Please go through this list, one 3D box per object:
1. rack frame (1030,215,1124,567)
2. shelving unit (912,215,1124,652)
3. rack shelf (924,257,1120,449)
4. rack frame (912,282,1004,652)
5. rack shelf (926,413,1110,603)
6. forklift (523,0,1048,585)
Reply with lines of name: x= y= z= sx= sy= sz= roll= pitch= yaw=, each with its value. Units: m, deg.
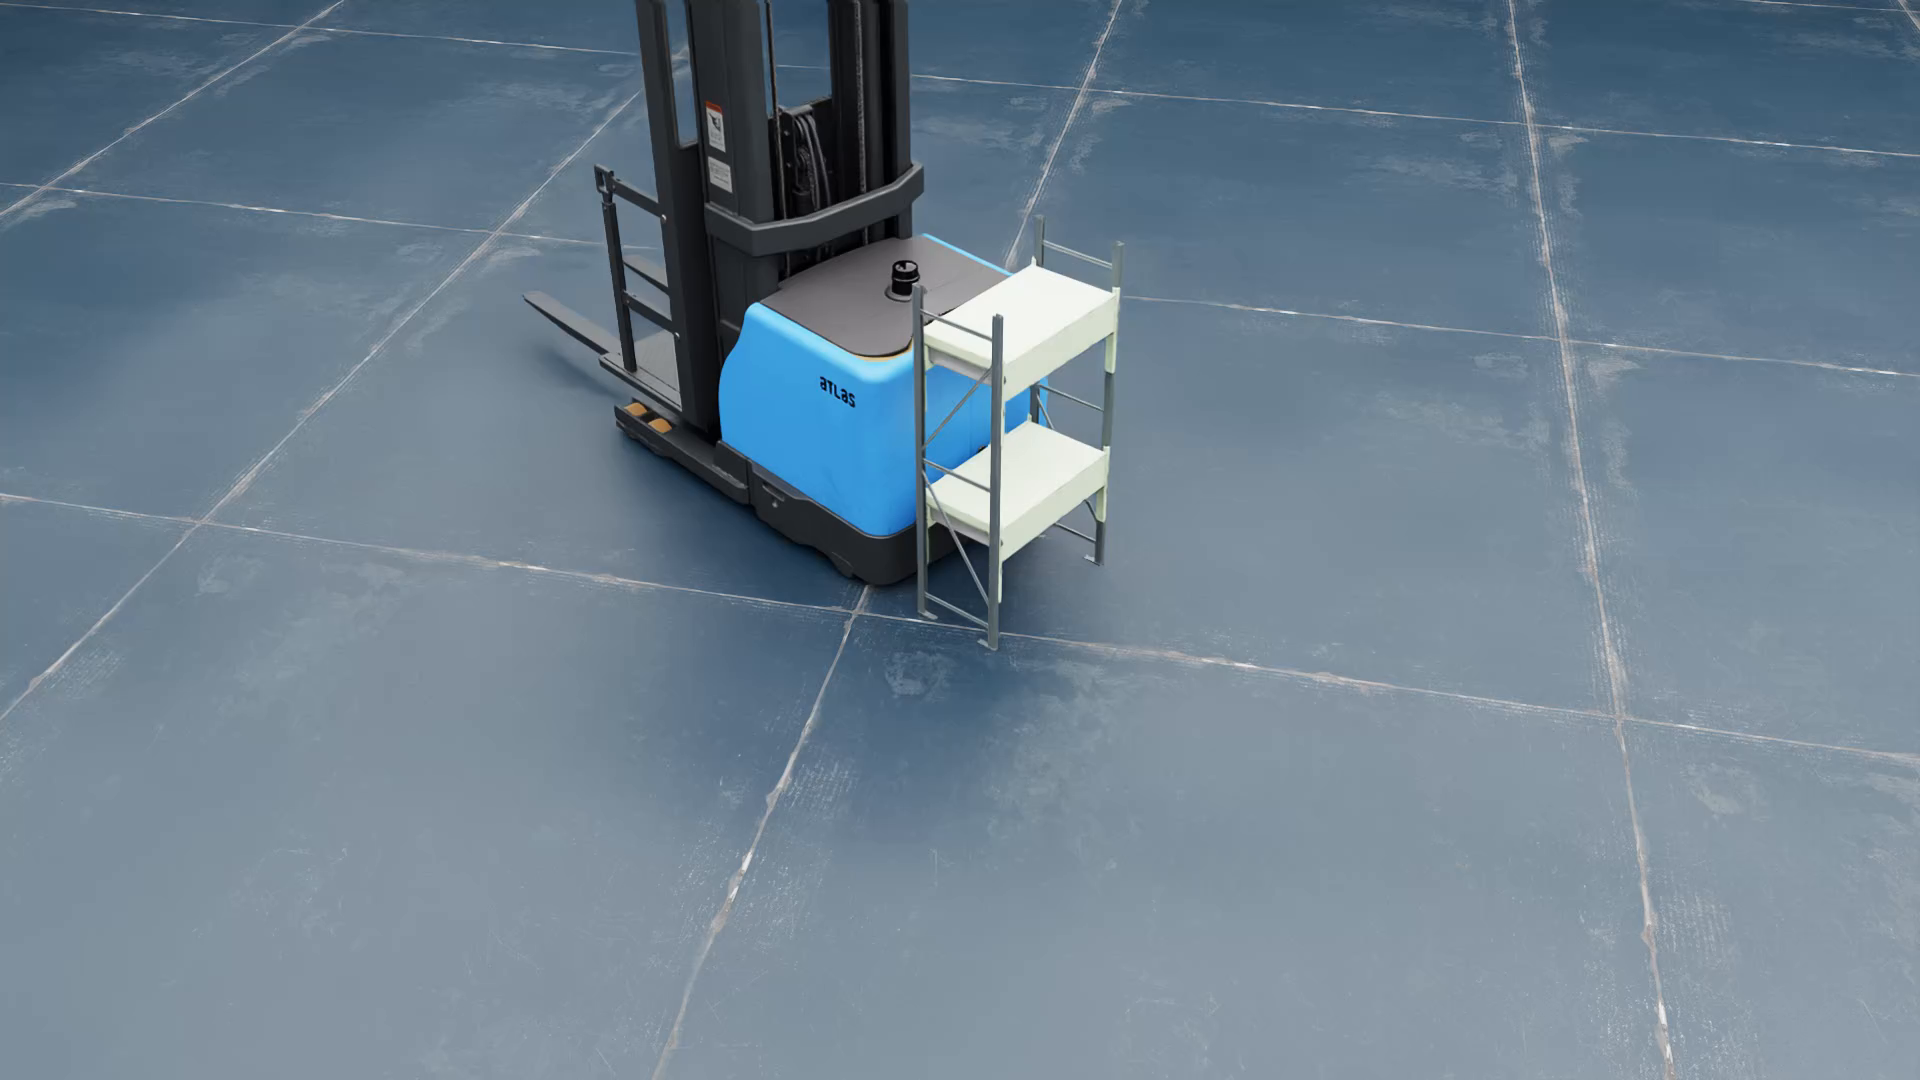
rack frame: x=0.452 y=-0.573 z=6.762 sx=0.400 sy=1.500 sz=0.023 roll=26 pitch=43 yaw=31
shelving unit: x=0.221 y=-0.406 z=6.532 sx=0.431 sy=1.500 sz=0.755 roll=26 pitch=43 yaw=31
rack shelf: x=0.221 y=-0.722 z=6.303 sx=0.431 sy=0.370 sz=0.720 roll=26 pitch=43 yaw=31
rack frame: x=-0.010 y=-0.239 z=6.302 sx=0.400 sy=1.500 sz=0.023 roll=26 pitch=43 yaw=31
rack shelf: x=0.221 y=-0.142 z=6.723 sx=0.431 sy=0.370 sz=0.720 roll=26 pitch=43 yaw=31
forklift: x=-0.988 y=-1.773 z=7.199 sx=1.130 sy=2.935 sz=3.031 roll=-29 pitch=45 yaw=-34
